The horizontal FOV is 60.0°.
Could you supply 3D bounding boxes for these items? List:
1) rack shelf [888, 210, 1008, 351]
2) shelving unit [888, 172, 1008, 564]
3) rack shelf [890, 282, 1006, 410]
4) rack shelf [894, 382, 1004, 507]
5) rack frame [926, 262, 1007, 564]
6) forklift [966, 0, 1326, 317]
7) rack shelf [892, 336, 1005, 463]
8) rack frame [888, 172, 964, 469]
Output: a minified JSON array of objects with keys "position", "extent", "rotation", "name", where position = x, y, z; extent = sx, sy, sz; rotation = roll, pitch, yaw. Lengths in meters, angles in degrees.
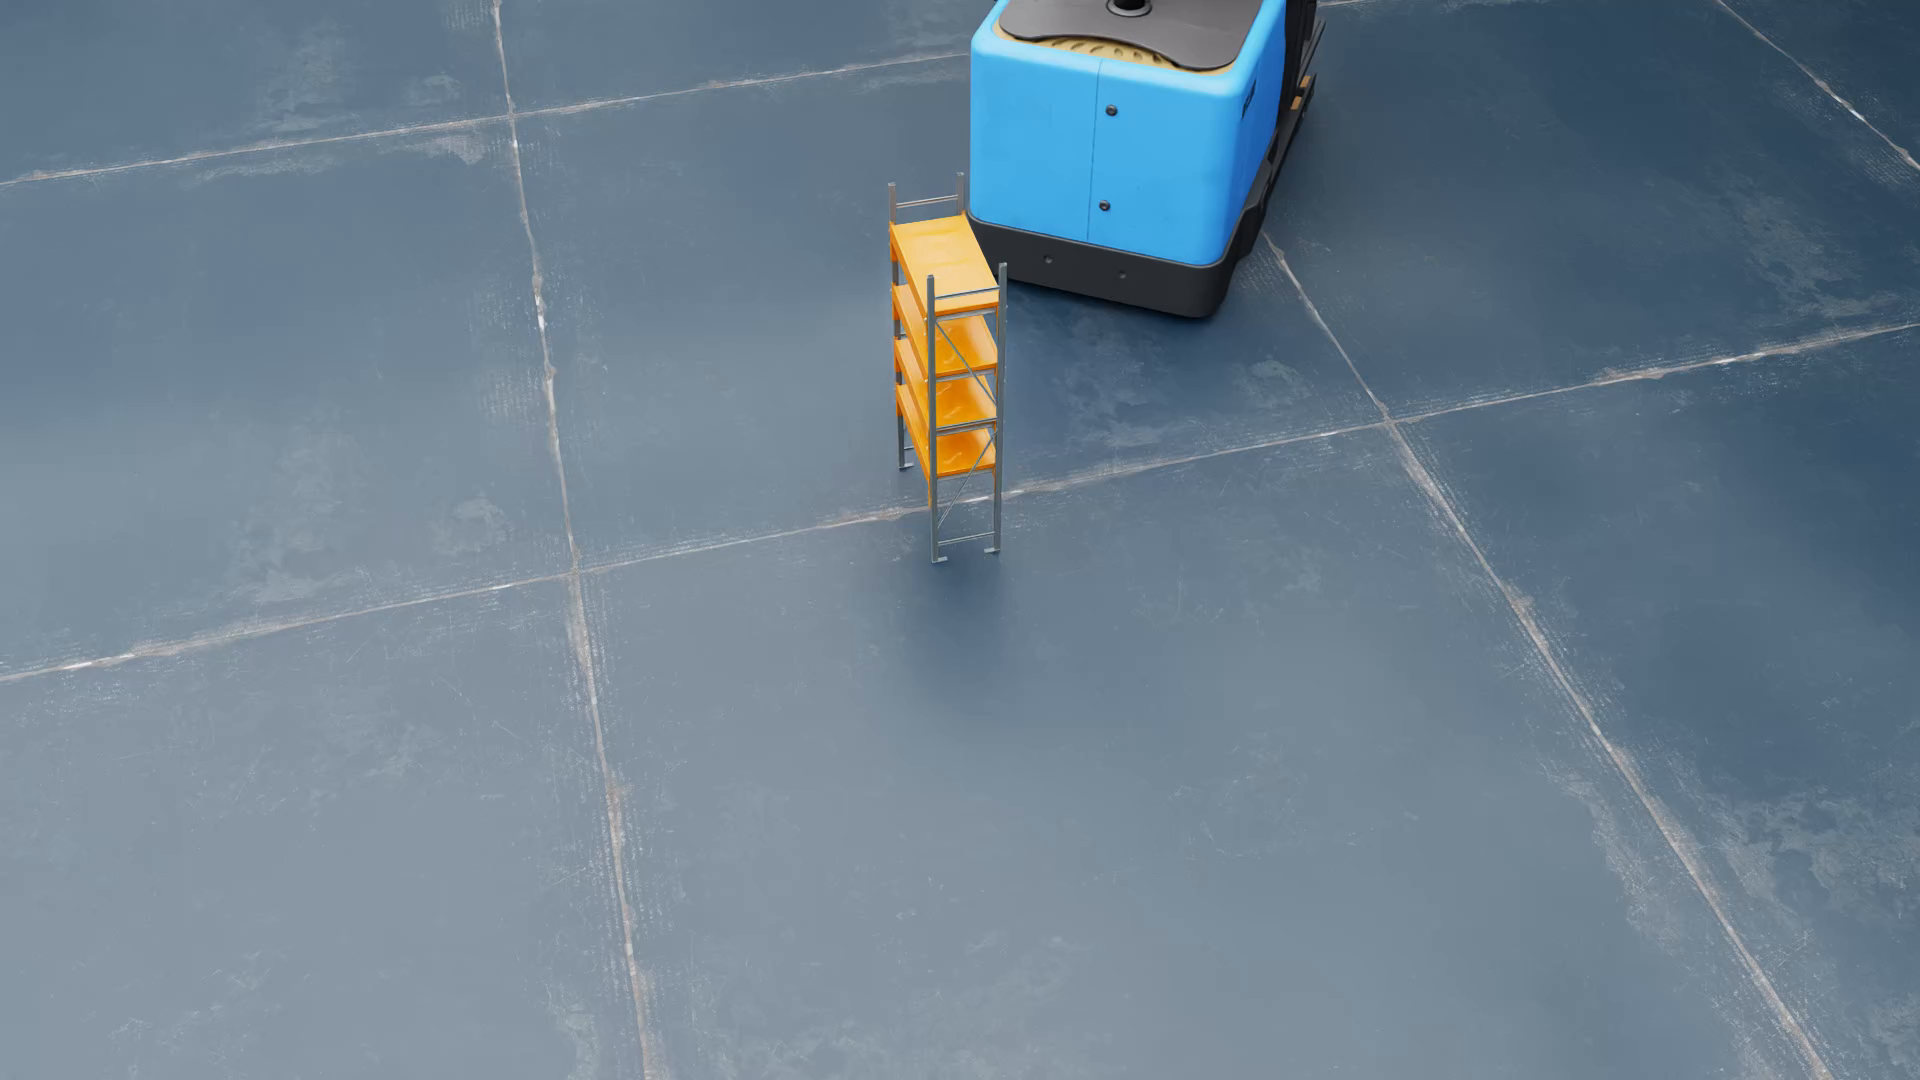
[{"position":[-0.042,-0.809,5.153],"extent":[0.258,0.148,0.480],"rotation":[-11,47,-10],"name":"rack shelf"},{"position":[-0.042,-0.534,5.433],"extent":[0.258,1.200,0.503],"rotation":[-11,47,-10],"name":"shelving unit"},{"position":[-0.042,-0.644,5.322],"extent":[0.258,0.148,0.480],"rotation":[-11,47,-10],"name":"rack shelf"},{"position":[-0.042,-0.348,5.623],"extent":[0.258,0.148,0.480],"rotation":[-11,47,-10],"name":"rack shelf"},{"position":[0.020,-0.366,5.268],"extent":[0.240,1.200,0.015],"rotation":[-11,47,-10],"name":"rack frame"},{"position":[1.001,-2.968,6.606],"extent":[1.130,2.935,3.031],"rotation":[14,47,14],"name":"forklift"},{"position":[-0.042,-0.487,5.482],"extent":[0.258,0.148,0.480],"rotation":[-11,47,-10],"name":"rack shelf"},{"position":[-0.105,-0.703,5.599],"extent":[0.240,1.200,0.015],"rotation":[-11,47,-10],"name":"rack frame"}]
